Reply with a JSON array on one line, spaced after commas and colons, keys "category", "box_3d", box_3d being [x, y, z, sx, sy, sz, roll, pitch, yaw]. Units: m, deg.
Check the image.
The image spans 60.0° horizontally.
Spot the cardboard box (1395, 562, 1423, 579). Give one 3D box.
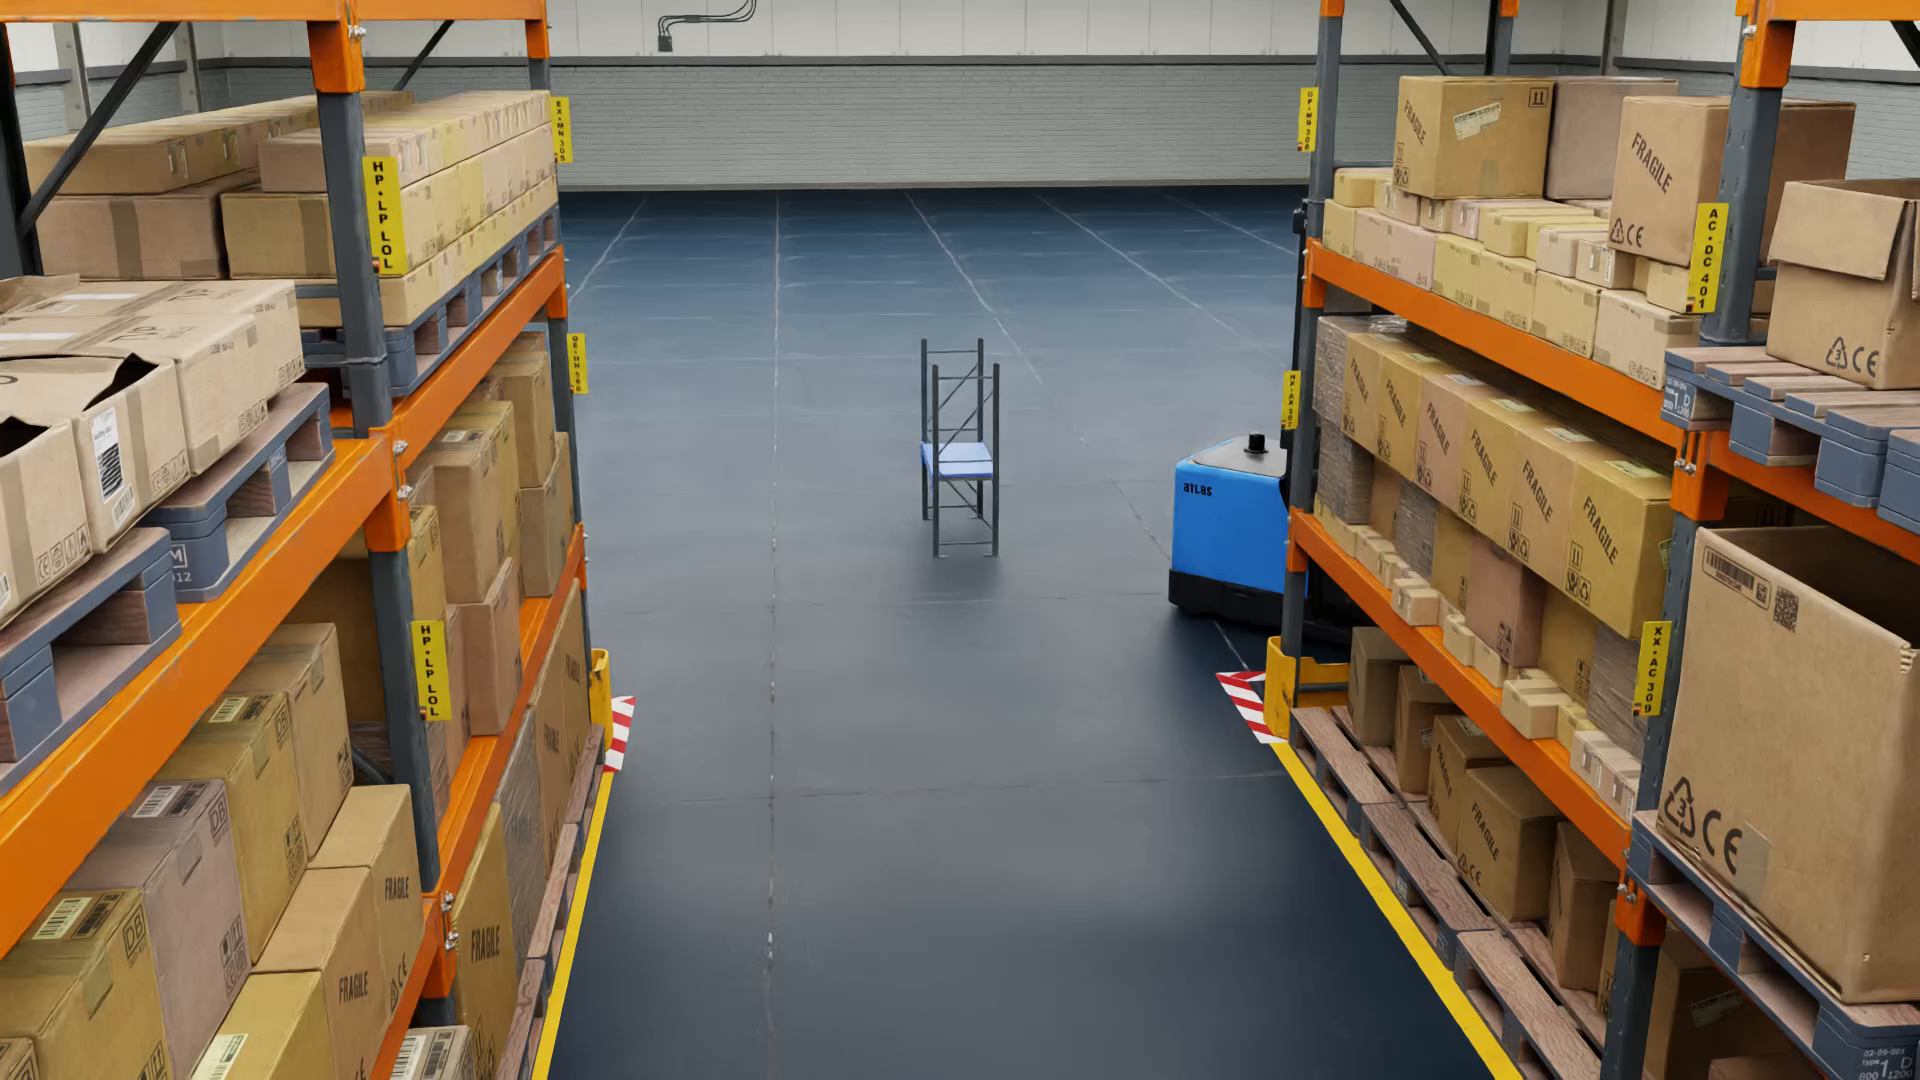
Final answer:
[{"category": "cardboard box", "box_3d": [2.300, 0.205, 7.935, 0.380, 0.149, 0.250, -2, 18, -6]}]

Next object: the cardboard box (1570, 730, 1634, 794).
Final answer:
[{"category": "cardboard box", "box_3d": [2.454, 0.803, 6.032, 0.380, 0.149, 0.250, -2, 18, -6]}]

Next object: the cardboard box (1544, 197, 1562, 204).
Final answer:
[{"category": "cardboard box", "box_3d": [2.838, -1.468, 7.422, 0.380, 0.149, 0.250, -3, 18, -8]}]

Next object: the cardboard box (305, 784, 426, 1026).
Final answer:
[{"category": "cardboard box", "box_3d": [-1.839, 1.035, 4.705, 0.500, 0.500, 0.500, -2, 18, -6]}]

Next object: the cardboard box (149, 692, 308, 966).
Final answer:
[{"category": "cardboard box", "box_3d": [-2.047, 0.712, 4.066, 0.700, 0.500, 0.500, -2, 18, -7]}]

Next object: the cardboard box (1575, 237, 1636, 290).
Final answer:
[{"category": "cardboard box", "box_3d": [2.415, -0.980, 5.866, 0.380, 0.149, 0.250, -3, 18, -8]}]

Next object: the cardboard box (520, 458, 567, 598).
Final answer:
[{"category": "cardboard box", "box_3d": [-2.410, -0.055, 8.095, 0.875, 0.550, 0.550, -2, 18, -6]}]

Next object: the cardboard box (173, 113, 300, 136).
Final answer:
[{"category": "cardboard box", "box_3d": [-2.643, -1.479, 6.093, 0.380, 0.149, 0.250, -2, 18, -6]}]

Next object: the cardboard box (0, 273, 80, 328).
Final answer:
[{"category": "cardboard box", "box_3d": [-2.345, -0.492, 4.084, 0.258, 0.266, 0.396, -2, 18, -7]}]

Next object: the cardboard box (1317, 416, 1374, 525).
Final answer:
[{"category": "cardboard box", "box_3d": [2.402, -0.404, 8.793, 0.875, 0.500, 0.500, -2, 18, -6]}]

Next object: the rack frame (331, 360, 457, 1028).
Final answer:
[{"category": "rack frame", "box_3d": [-2.159, 0.936, 5.189, 1.000, 3.000, 0.127, -2, 18, -6]}]

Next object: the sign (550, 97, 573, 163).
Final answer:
[{"category": "sign", "box_3d": [-2.031, -2.084, 8.455, 0.100, 0.325, 0.005, -2, 18, -6]}]

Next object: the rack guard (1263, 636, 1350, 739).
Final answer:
[{"category": "rack guard", "box_3d": [2.380, 0.836, 9.679, 1.175, 0.500, 0.348, -2, 18, -6]}]

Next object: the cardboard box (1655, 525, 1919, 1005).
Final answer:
[{"category": "cardboard box", "box_3d": [2.727, 0.567, 4.660, 1.000, 1.000, 1.000, -2, 18, -5]}]

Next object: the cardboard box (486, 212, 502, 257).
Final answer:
[{"category": "cardboard box", "box_3d": [-2.016, -1.196, 6.522, 0.380, 0.149, 0.250, -2, 17, -5]}]

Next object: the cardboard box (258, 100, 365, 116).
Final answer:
[{"category": "cardboard box", "box_3d": [-2.750, -1.784, 7.063, 0.380, 0.149, 0.250, -2, 18, -7]}]

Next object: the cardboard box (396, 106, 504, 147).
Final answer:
[{"category": "cardboard box", "box_3d": [-2.042, -1.652, 6.642, 0.380, 0.149, 0.250, -2, 18, -5]}]

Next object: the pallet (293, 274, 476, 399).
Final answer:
[{"category": "pallet", "box_3d": [-2.233, -0.697, 5.530, 1.003, 0.211, 1.213, -2, 18, -6]}]

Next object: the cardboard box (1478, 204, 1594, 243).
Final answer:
[{"category": "cardboard box", "box_3d": [2.383, -1.301, 6.889, 0.380, 0.149, 0.250, -2, 18, -8]}]

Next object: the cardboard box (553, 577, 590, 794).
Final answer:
[{"category": "cardboard box", "box_3d": [-2.436, 0.757, 8.603, 0.875, 0.875, 0.875, -2, 18, -5]}]

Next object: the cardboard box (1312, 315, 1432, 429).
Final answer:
[{"category": "cardboard box", "box_3d": [2.158, -0.874, 8.619, 0.500, 0.500, 0.500, -2, 18, -6]}]

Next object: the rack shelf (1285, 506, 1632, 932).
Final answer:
[{"category": "rack shelf", "box_3d": [2.578, 0.560, 7.587, 1.077, 0.370, 4.000, -2, 18, -6]}]

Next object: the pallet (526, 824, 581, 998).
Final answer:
[{"category": "pallet", "box_3d": [-2.289, 1.673, 7.496, 1.003, 0.211, 1.213, -2, 18, -6]}]

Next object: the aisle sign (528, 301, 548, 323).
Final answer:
[{"category": "aisle sign", "box_3d": [-2.281, -1.527, 8.692, 0.394, 0.787, 0.004, -2, 18, -6]}]

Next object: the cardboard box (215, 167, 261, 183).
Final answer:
[{"category": "cardboard box", "box_3d": [-2.517, -1.103, 5.561, 0.500, 0.250, 0.500, -2, 18, -6]}]

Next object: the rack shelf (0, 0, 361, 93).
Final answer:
[{"category": "rack shelf", "box_3d": [-1.953, -0.797, 2.560, 1.077, 0.370, 4.000, -2, 18, -6]}]

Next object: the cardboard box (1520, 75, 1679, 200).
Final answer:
[{"category": "cardboard box", "box_3d": [2.784, -1.784, 7.347, 0.500, 0.500, 0.500, -2, 18, -6]}]

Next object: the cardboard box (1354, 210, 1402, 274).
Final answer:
[{"category": "cardboard box", "box_3d": [2.224, -1.434, 7.979, 0.500, 0.250, 0.500, -2, 18, -7]}]

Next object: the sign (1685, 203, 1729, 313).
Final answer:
[{"category": "sign", "box_3d": [2.246, -0.846, 4.994, 0.100, 0.325, 0.005, -2, 18, -6]}]

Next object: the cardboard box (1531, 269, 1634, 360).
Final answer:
[{"category": "cardboard box", "box_3d": [2.435, -0.831, 6.058, 0.500, 0.250, 0.500, -1, 17, -4]}]

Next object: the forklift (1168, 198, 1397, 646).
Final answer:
[{"category": "forklift", "box_3d": [2.942, -0.761, 10.708, 3.031, 2.935, 1.130, 12, 21, 34]}]

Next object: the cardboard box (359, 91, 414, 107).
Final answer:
[{"category": "cardboard box", "box_3d": [-2.854, -2.087, 8.028, 0.380, 0.149, 0.250, -2, 17, -5]}]

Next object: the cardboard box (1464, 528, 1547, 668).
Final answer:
[{"category": "cardboard box", "box_3d": [2.632, 0.191, 6.897, 0.875, 0.500, 0.500, -2, 18, -6]}]

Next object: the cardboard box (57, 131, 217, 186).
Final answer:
[{"category": "cardboard box", "box_3d": [-2.540, -1.179, 5.136, 0.380, 0.149, 0.250, -2, 18, -6]}]

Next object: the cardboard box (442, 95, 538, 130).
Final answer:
[{"category": "cardboard box", "box_3d": [-2.149, -1.955, 7.609, 0.380, 0.149, 0.250, -1, 17, -5]}]

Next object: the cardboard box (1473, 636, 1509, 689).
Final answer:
[{"category": "cardboard box", "box_3d": [2.391, 0.504, 6.985, 0.380, 0.149, 0.250, -2, 18, -6]}]

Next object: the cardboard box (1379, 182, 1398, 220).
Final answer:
[{"category": "cardboard box", "box_3d": [2.207, -1.605, 7.858, 0.380, 0.149, 0.250, -1, 17, -3]}]

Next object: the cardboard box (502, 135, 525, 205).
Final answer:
[{"category": "cardboard box", "box_3d": [-2.142, -1.570, 7.047, 0.500, 0.250, 0.500, -2, 18, -6]}]

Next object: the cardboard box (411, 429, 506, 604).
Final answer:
[{"category": "cardboard box", "box_3d": [-2.254, -0.087, 6.395, 0.875, 0.550, 0.550, -2, 18, -6]}]

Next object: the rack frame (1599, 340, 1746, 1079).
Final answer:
[{"category": "rack frame", "box_3d": [2.785, 0.813, 5.581, 1.000, 3.000, 0.127, -2, 18, -6]}]

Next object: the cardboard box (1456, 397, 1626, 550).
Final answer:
[{"category": "cardboard box", "box_3d": [2.361, -0.278, 6.721, 0.500, 0.500, 0.500, -2, 18, -6]}]

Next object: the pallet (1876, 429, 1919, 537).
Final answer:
[{"category": "pallet", "box_3d": [2.853, -0.033, 3.580, 1.213, 0.211, 1.003, -2, 18, -6]}]

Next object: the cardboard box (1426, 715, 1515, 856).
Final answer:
[{"category": "cardboard box", "box_3d": [2.561, 1.164, 7.934, 0.500, 0.500, 0.500, 0, 17, 0]}]

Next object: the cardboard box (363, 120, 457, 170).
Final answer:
[{"category": "cardboard box", "box_3d": [-1.938, -1.350, 5.682, 0.380, 0.149, 0.250, -2, 18, -7]}]

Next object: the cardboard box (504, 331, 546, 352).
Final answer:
[{"category": "cardboard box", "box_3d": [-2.572, -0.731, 8.445, 0.875, 0.550, 0.550, -2, 18, -6]}]

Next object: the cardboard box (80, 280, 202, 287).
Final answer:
[{"category": "cardboard box", "box_3d": [-2.515, -0.722, 5.014, 0.380, 0.149, 0.250, -2, 18, -6]}]

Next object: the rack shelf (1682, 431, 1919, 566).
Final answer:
[{"category": "rack shelf", "box_3d": [2.991, 0.321, 3.341, 1.077, 0.370, 4.000, -2, 18, -6]}]

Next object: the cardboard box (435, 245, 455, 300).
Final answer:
[{"category": "cardboard box", "box_3d": [-1.912, -0.894, 5.561, 0.380, 0.149, 0.250, -2, 18, -6]}]

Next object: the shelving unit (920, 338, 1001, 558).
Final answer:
[{"category": "shelving unit", "box_3d": [-0.009, -0.741, 13.033, 0.538, 1.500, 1.048, -2, 18, -6]}]

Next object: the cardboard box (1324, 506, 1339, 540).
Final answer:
[{"category": "cardboard box", "box_3d": [2.171, -0.092, 8.882, 0.380, 0.149, 0.250, -2, 18, -6]}]

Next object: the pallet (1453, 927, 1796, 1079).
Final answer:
[{"category": "pallet", "box_3d": [2.680, 1.944, 6.633, 1.003, 0.211, 1.213, -2, 18, -6]}]

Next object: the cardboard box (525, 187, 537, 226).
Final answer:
[{"category": "cardboard box", "box_3d": [-2.122, -1.500, 7.490, 0.380, 0.149, 0.250, -2, 18, -5]}]

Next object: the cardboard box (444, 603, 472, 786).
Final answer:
[{"category": "cardboard box", "box_3d": [-2.288, 0.591, 6.035, 0.875, 0.550, 0.550, -2, 18, -6]}]

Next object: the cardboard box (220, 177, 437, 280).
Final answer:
[{"category": "cardboard box", "box_3d": [-1.931, -0.968, 5.131, 0.500, 0.250, 0.500, -2, 18, -5]}]
